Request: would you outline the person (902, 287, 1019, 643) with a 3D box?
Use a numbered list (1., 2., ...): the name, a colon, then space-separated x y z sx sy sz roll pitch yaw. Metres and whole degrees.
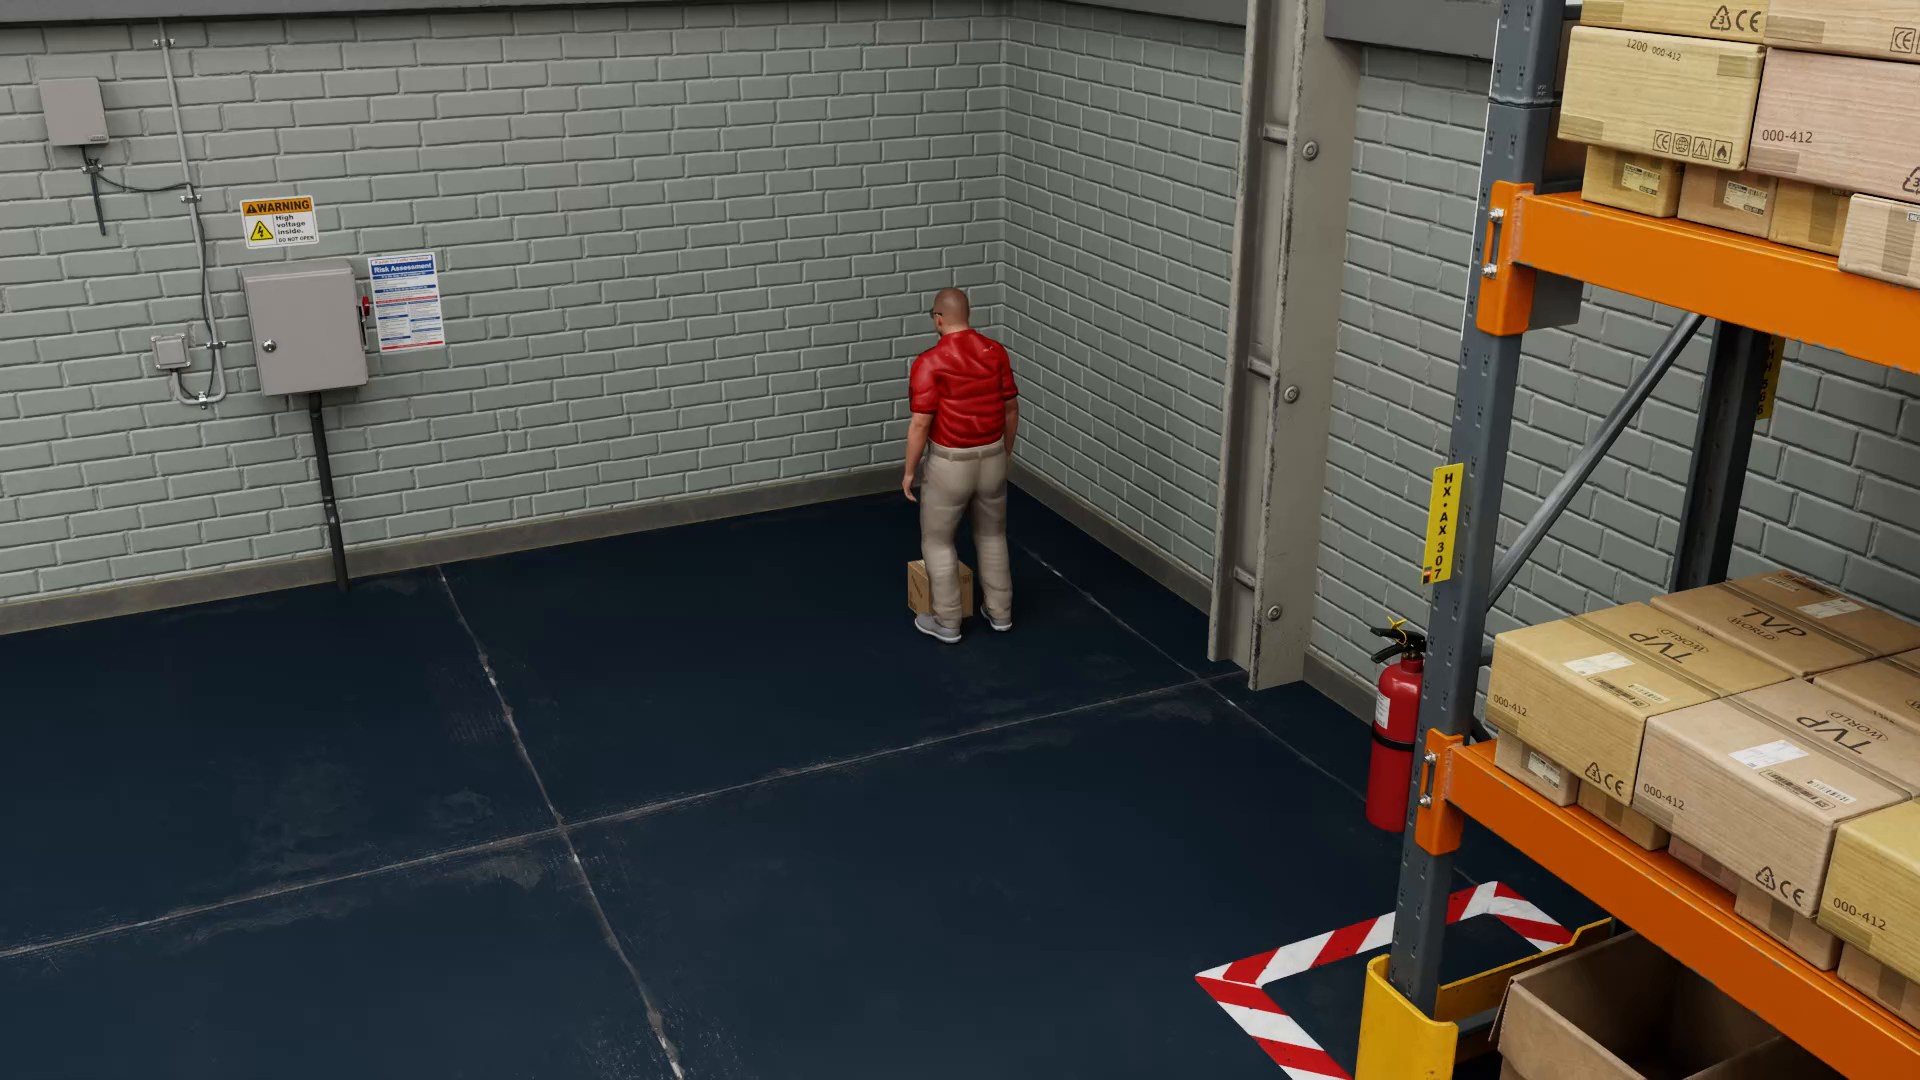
1. person: 0.008 -0.351 7.975 0.604 1.728 0.380 -11 25 -26
